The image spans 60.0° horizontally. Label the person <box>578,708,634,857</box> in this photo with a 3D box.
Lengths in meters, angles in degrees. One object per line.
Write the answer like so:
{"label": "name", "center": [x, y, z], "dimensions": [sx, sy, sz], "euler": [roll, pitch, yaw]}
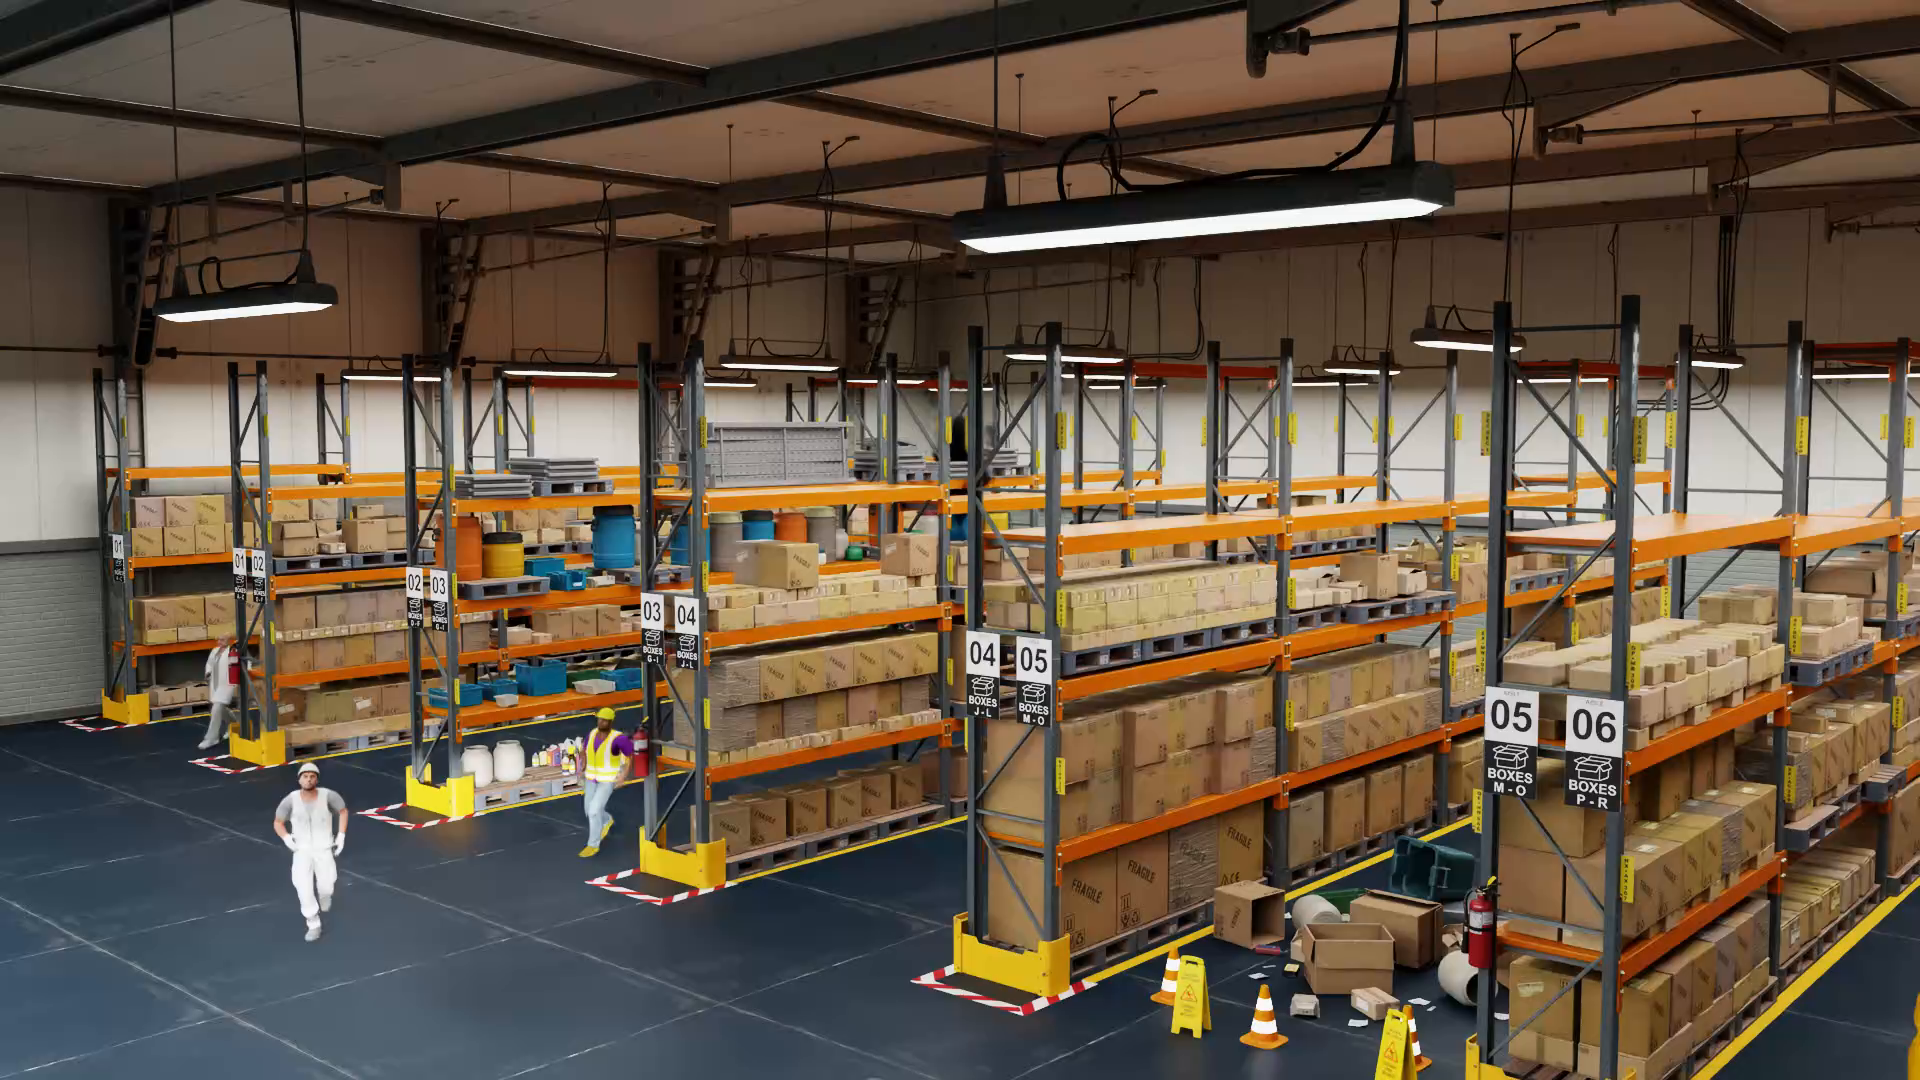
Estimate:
{"label": "person", "center": [-4.199, 2.850, 19.806], "dimensions": [0.759, 1.749, 0.738], "euler": [2, 5, 23]}

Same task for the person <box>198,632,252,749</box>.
{"label": "person", "center": [-11.583, 2.338, 26.227], "dimensions": [0.763, 1.784, 0.976], "euler": [2, 5, 23]}

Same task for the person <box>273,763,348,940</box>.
{"label": "person", "center": [-6.469, 3.081, 16.596], "dimensions": [0.698, 1.739, 0.619], "euler": [-2, 5, -22]}
